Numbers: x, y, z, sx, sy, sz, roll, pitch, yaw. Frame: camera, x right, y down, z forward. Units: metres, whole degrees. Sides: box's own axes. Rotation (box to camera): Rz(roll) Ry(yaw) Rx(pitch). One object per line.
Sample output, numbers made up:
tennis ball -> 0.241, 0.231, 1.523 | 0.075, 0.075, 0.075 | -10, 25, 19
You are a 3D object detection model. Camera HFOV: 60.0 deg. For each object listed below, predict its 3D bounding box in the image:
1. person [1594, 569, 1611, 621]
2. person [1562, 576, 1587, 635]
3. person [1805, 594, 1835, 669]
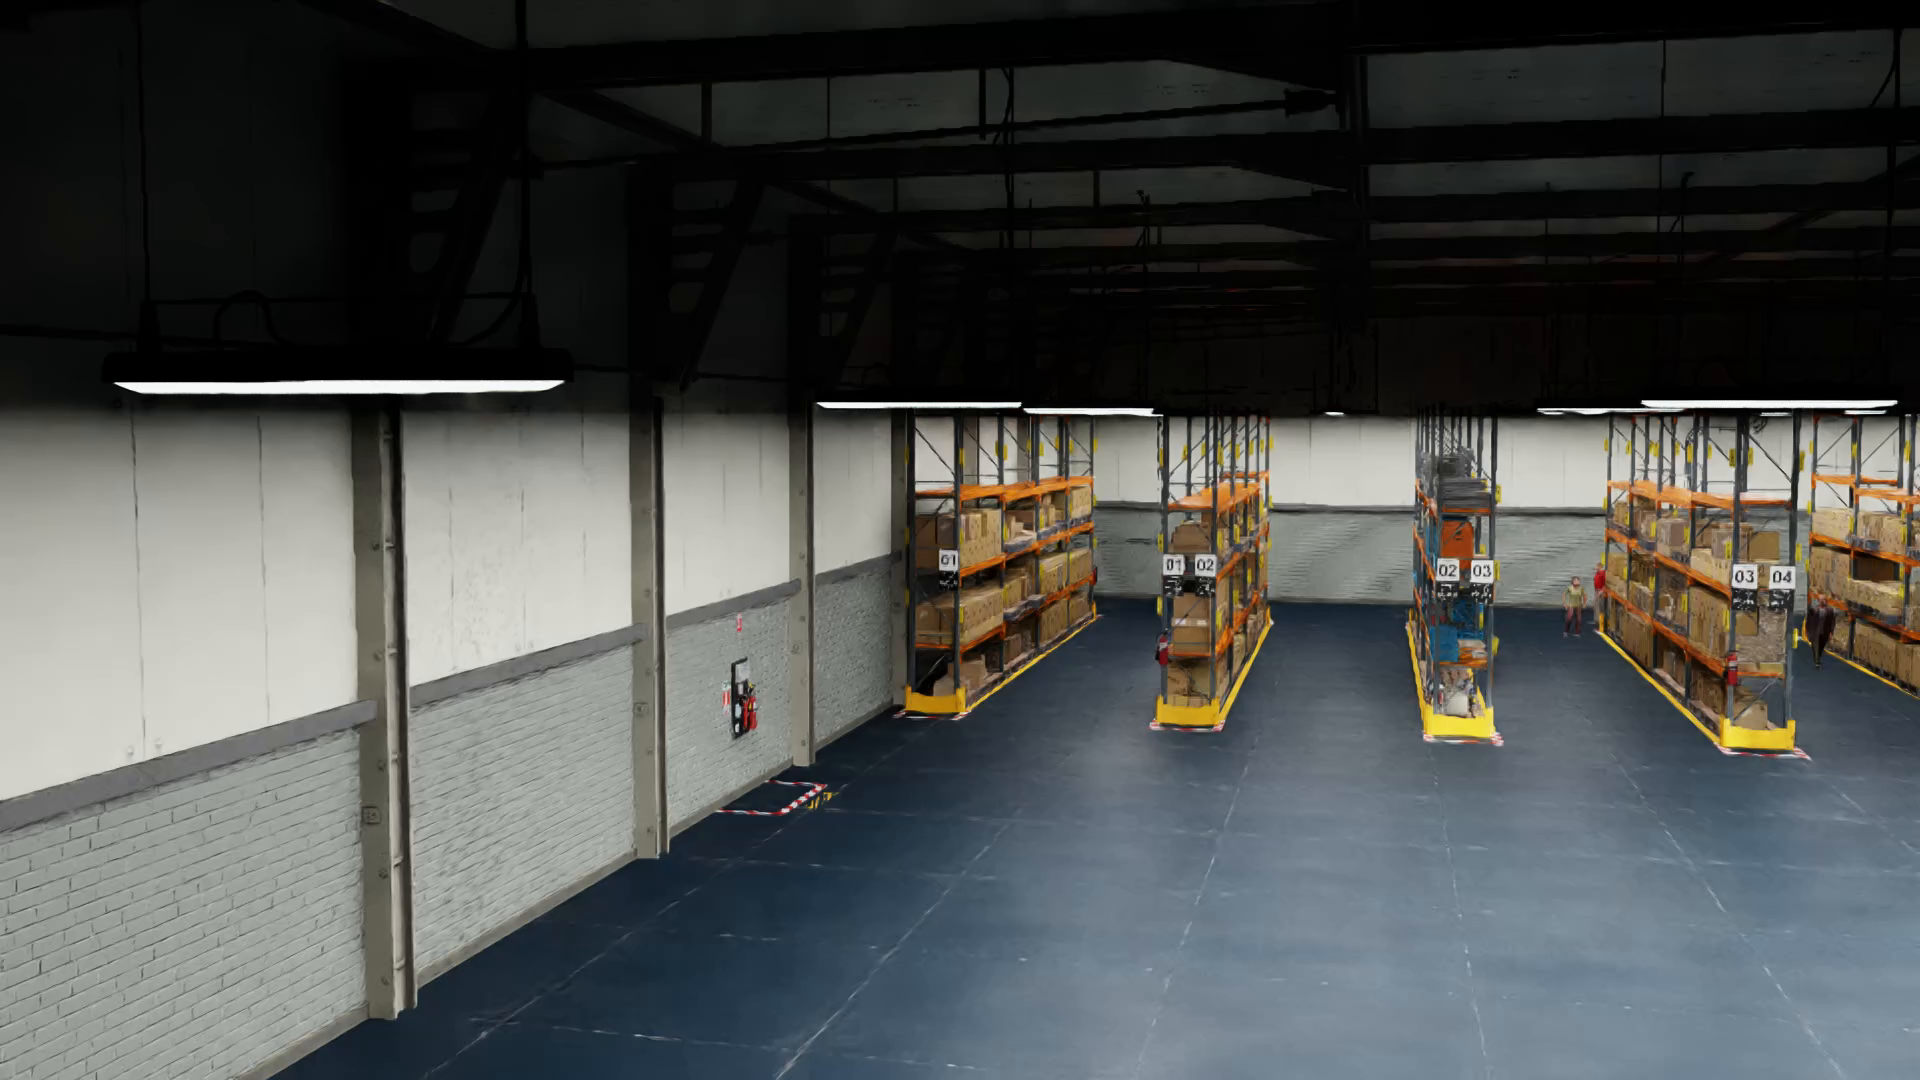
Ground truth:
person -> 18.009, 1.496, 46.555 | 0.501, 1.568, 0.540 | -1, 4, -15
person -> 16.129, 1.721, 43.654 | 0.598, 1.571, 0.503 | 1, 4, 13
person -> 19.714, 2.083, 38.080 | 0.588, 1.699, 1.190 | 1, 4, 12
